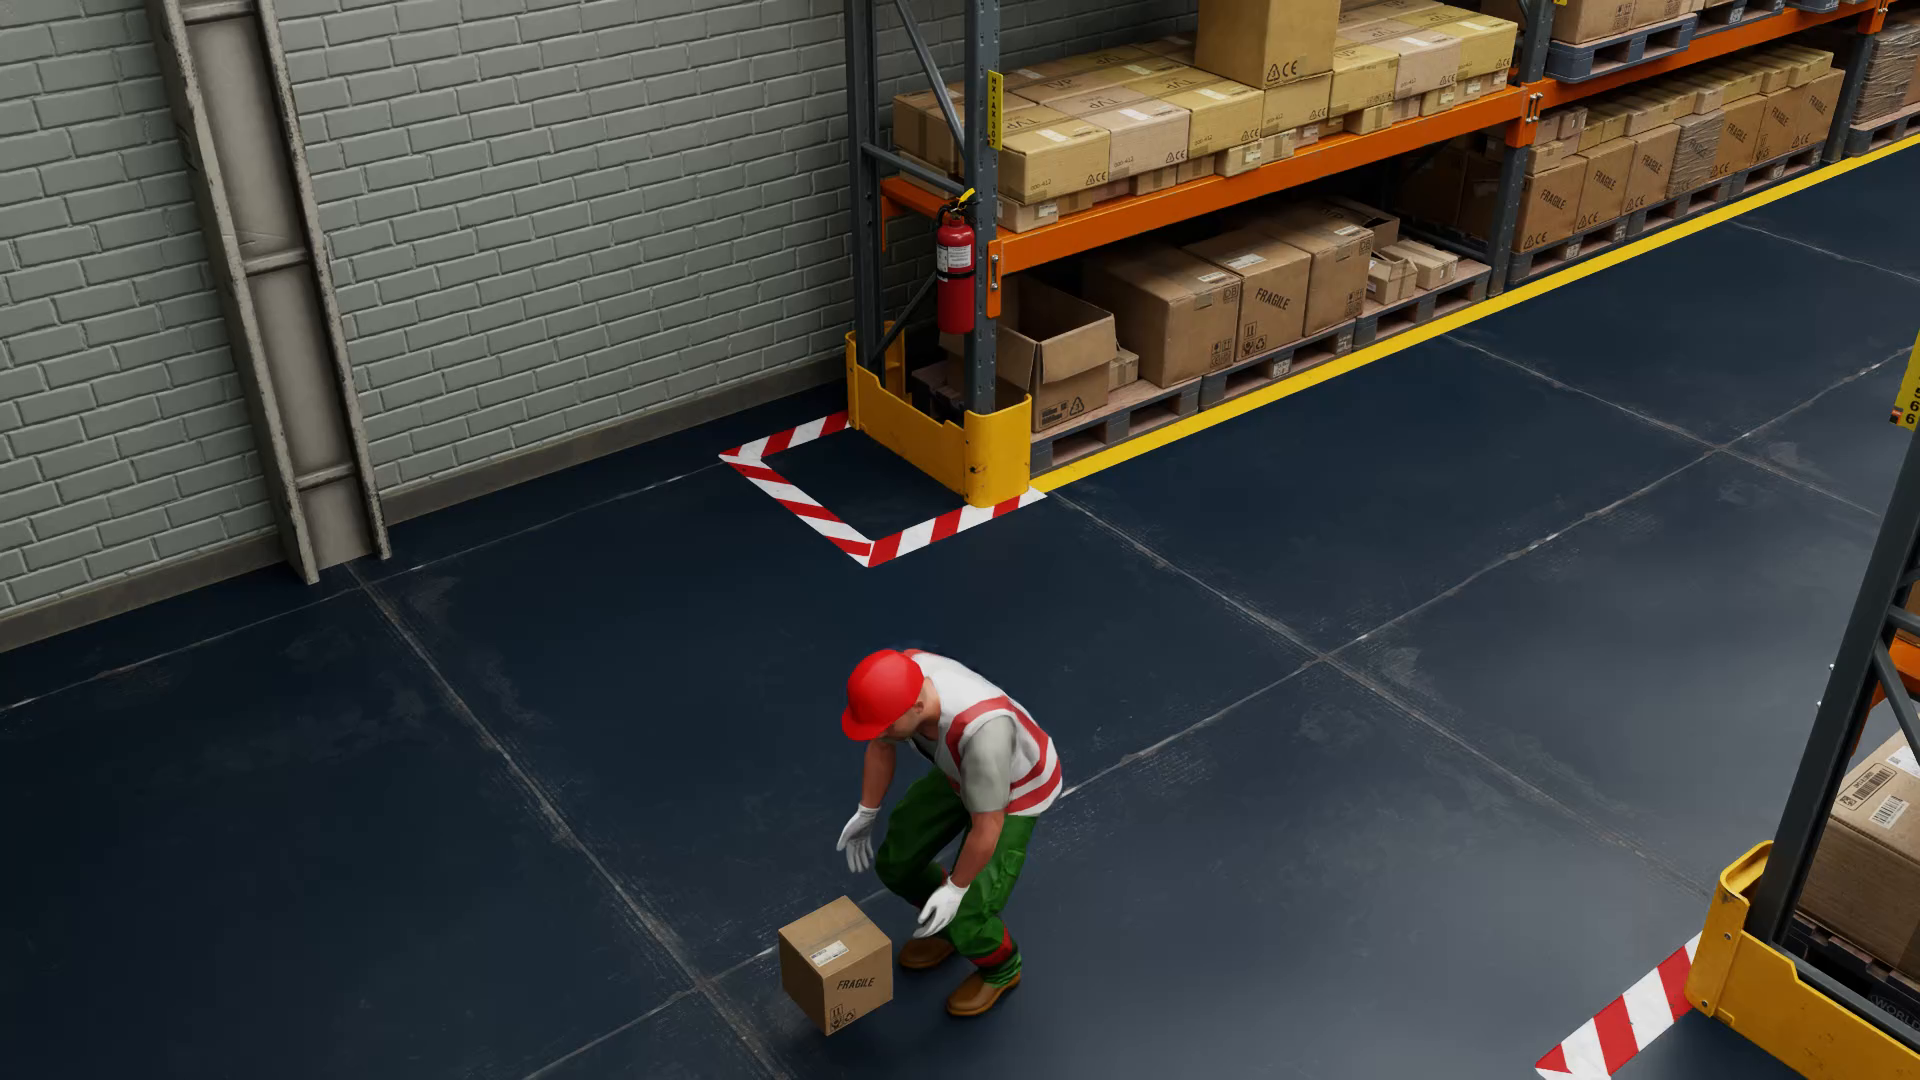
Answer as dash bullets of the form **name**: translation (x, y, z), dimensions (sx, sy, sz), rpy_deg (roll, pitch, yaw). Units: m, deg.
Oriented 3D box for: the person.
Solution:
- **person**: translation (-0.021, 0.853, 5.070), dimensions (0.749, 1.443, 0.583), rpy_deg (-22, 38, -31)
